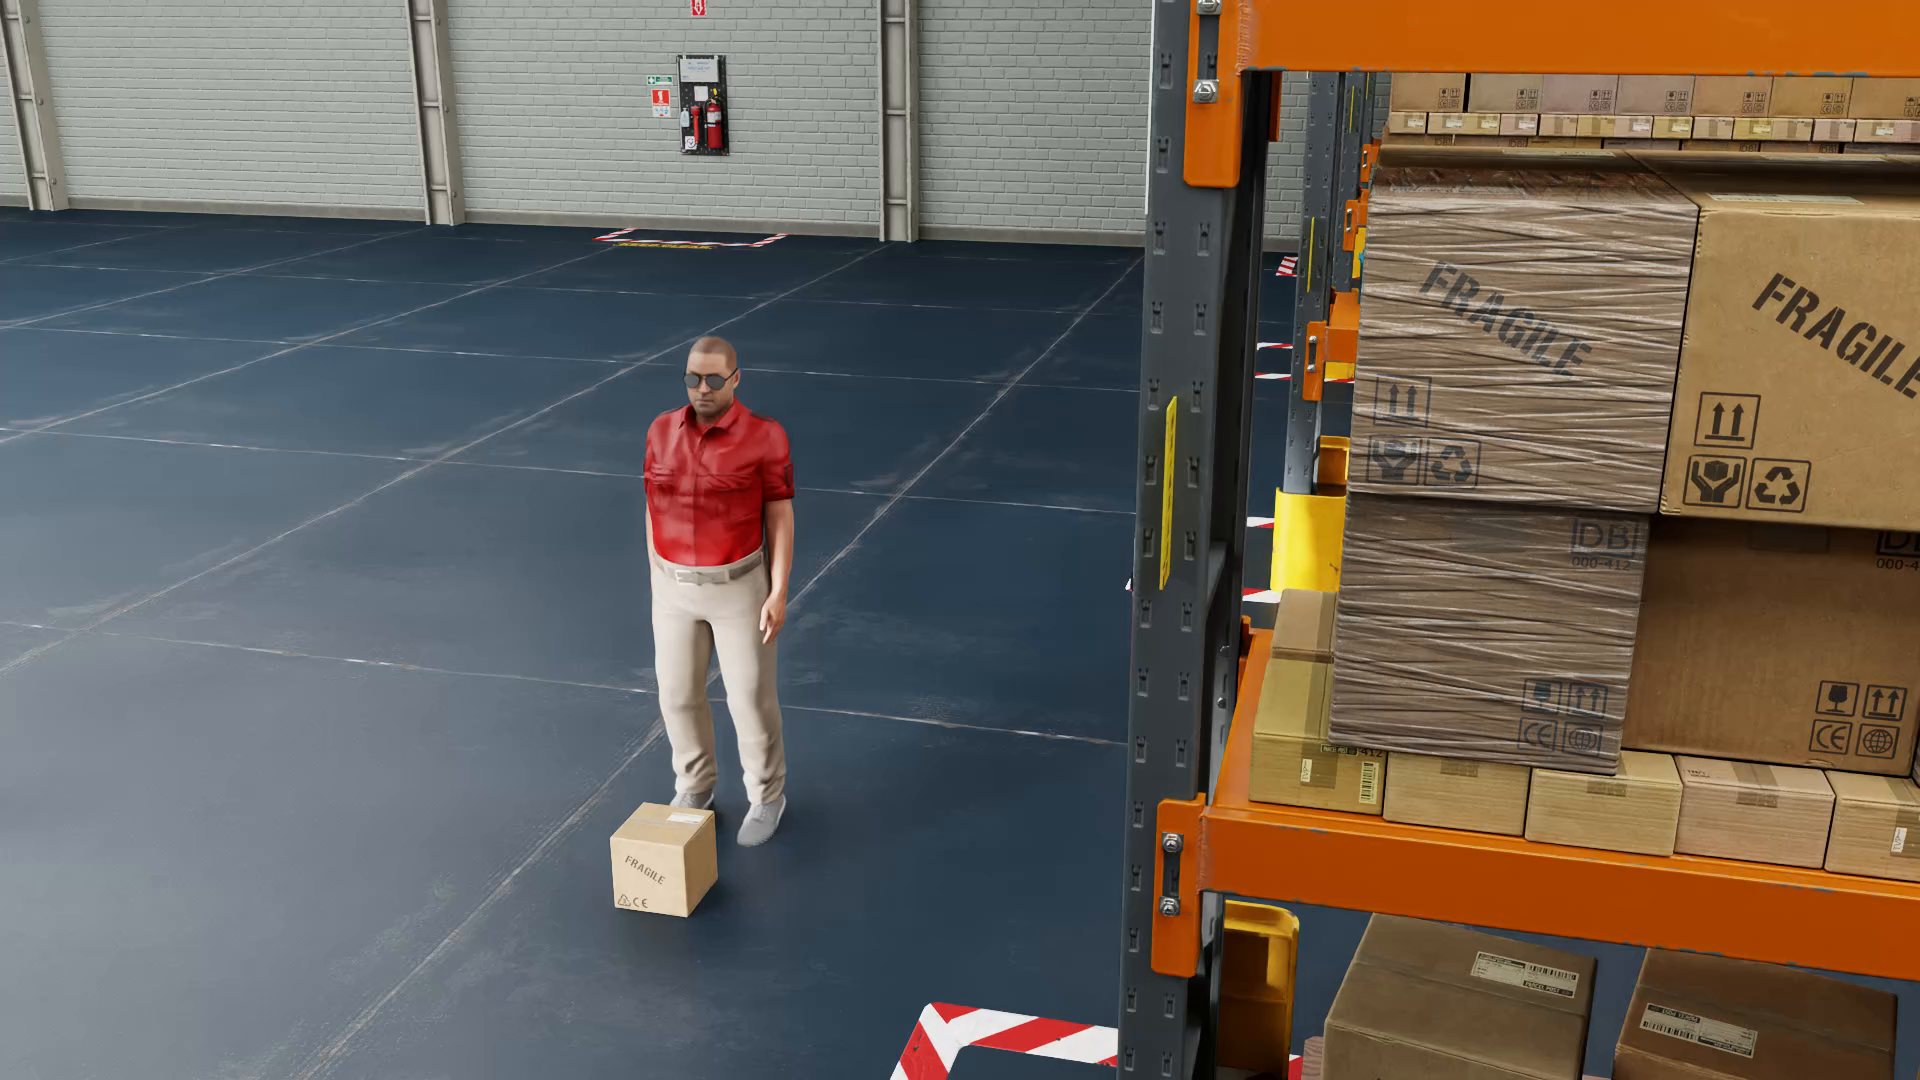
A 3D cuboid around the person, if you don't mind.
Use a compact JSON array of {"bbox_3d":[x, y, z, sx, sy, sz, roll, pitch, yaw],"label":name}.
[{"bbox_3d":[-0.812,0.191,5.555,0.527,1.748,0.365,5,19,15],"label":"person"}]
